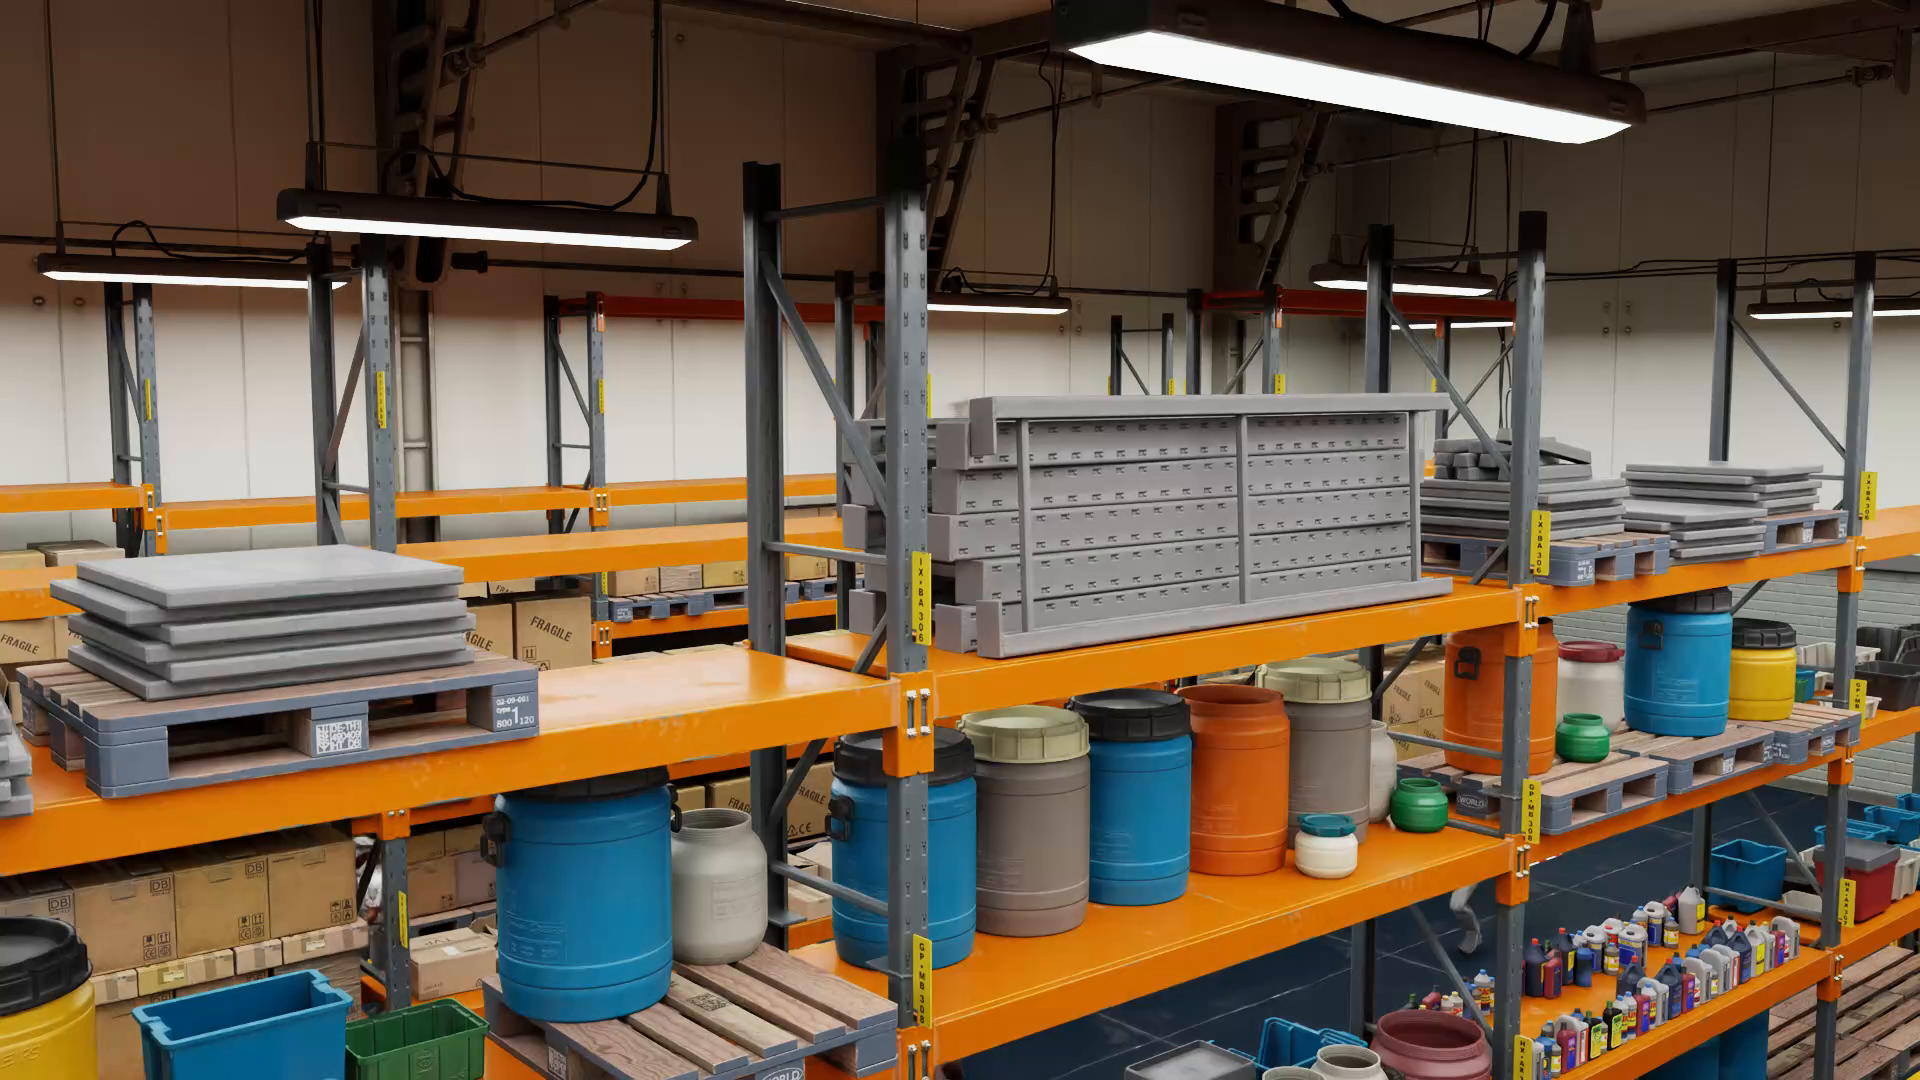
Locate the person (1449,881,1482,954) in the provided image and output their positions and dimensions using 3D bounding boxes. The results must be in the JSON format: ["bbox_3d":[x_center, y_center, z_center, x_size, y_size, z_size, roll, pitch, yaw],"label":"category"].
[{"bbox_3d":[4.494,2.905,14.777,0.773,1.650,0.646,-4,7,-37],"label":"person"}]

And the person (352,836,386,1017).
[{"bbox_3d":[-4.656,3.096,13.069,0.760,1.609,0.572,-5,7,-42],"label":"person"}]

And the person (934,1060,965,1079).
[{"bbox_3d":[0.027,3.462,9.175,1.157,1.618,0.714,-3,6,-25],"label":"person"}]
